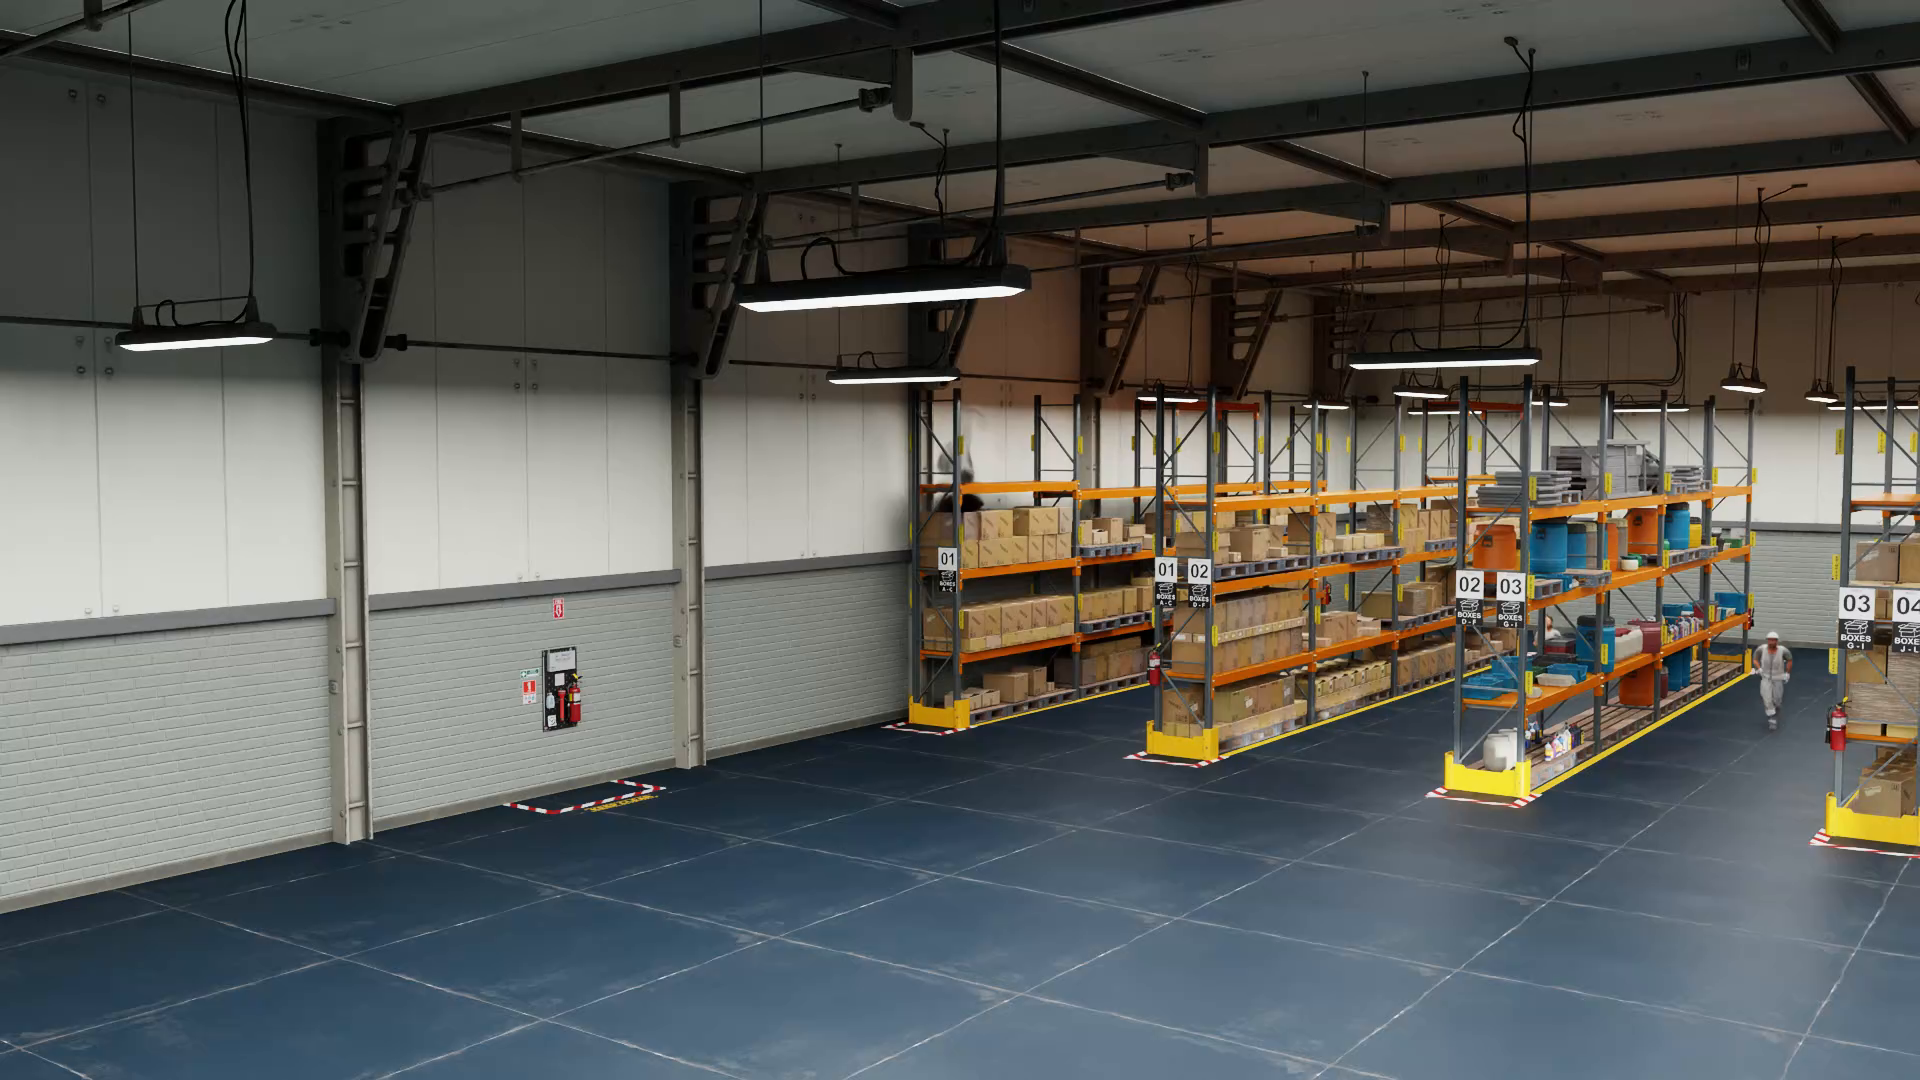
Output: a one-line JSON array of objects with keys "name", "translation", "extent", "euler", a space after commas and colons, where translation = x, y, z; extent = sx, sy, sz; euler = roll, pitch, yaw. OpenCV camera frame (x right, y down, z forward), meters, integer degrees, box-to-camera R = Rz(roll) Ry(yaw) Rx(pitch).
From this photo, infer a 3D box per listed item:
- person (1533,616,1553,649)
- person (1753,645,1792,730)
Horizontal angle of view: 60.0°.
[{"name": "person", "translation": [11.638, 2.315, 32.909], "extent": [0.574, 1.619, 0.758], "euler": [2, 4, 30]}, {"name": "person", "translation": [14.428, 2.569, 29.517], "extent": [0.613, 1.524, 0.761], "euler": [2, 4, 34]}]
